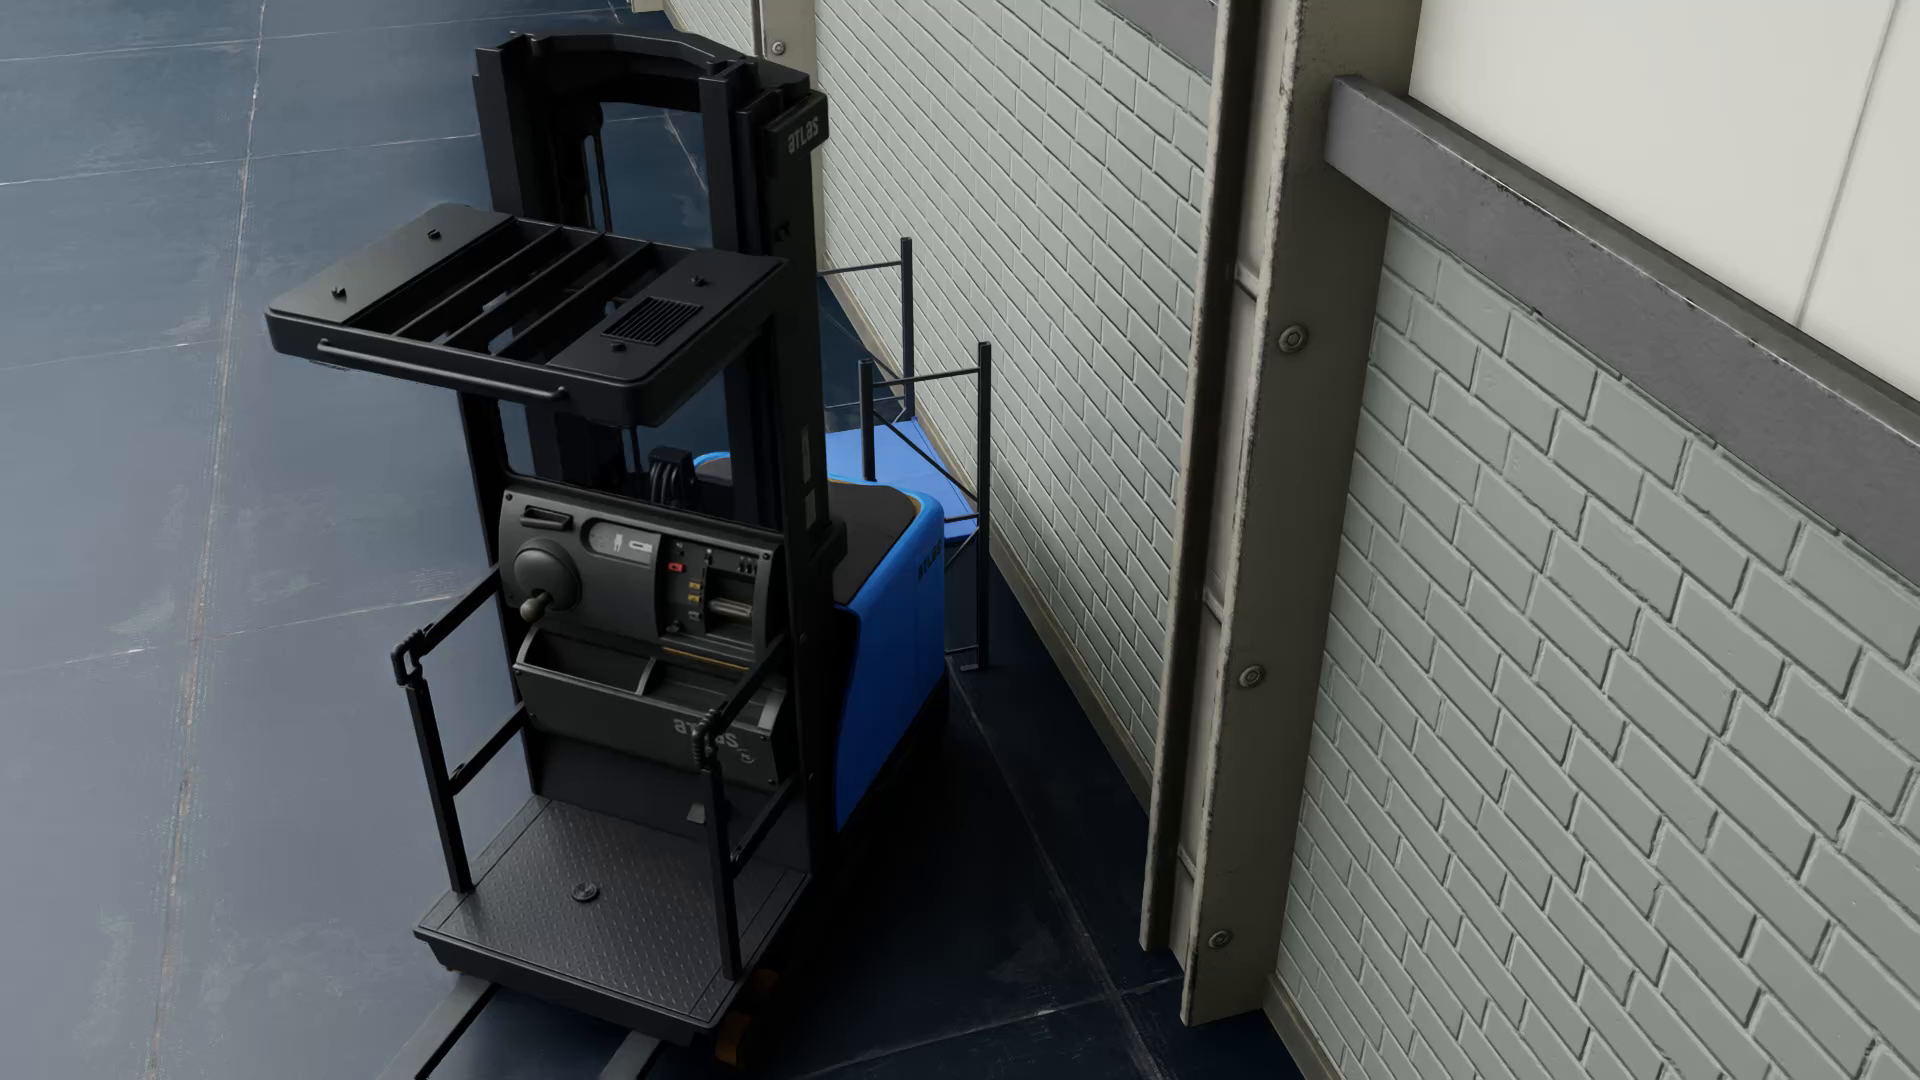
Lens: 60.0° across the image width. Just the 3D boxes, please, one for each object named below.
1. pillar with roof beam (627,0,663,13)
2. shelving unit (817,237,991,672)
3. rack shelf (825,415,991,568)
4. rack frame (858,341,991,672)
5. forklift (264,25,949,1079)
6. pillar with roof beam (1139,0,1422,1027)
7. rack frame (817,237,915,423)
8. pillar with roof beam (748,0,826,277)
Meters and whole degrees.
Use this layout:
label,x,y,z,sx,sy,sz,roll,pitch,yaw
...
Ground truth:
label,x,y,z,sx,sy,sz,roll,pitch,yaw
pillar with roof beam,-6.943,-7.887,11.523,9.100,9.000,0.400,-10,35,-15
shelving unit,-0.284,-0.326,6.882,0.538,1.500,1.048,-10,35,-15
rack shelf,-0.284,-0.175,6.981,0.538,0.185,1.000,-10,35,-15
rack frame,-0.126,-0.059,6.479,0.500,1.500,0.032,-10,35,-15
forklift,-1.058,0.168,4.838,1.130,2.935,3.031,12,35,18
pillar with roof beam,-3.283,-1.587,1.988,9.100,9.000,0.400,-10,35,-15
rack frame,-0.442,-0.592,7.285,0.500,1.500,0.032,-10,35,-15
pillar with roof beam,-5.113,-4.737,6.756,9.100,9.000,0.400,-10,35,-15
